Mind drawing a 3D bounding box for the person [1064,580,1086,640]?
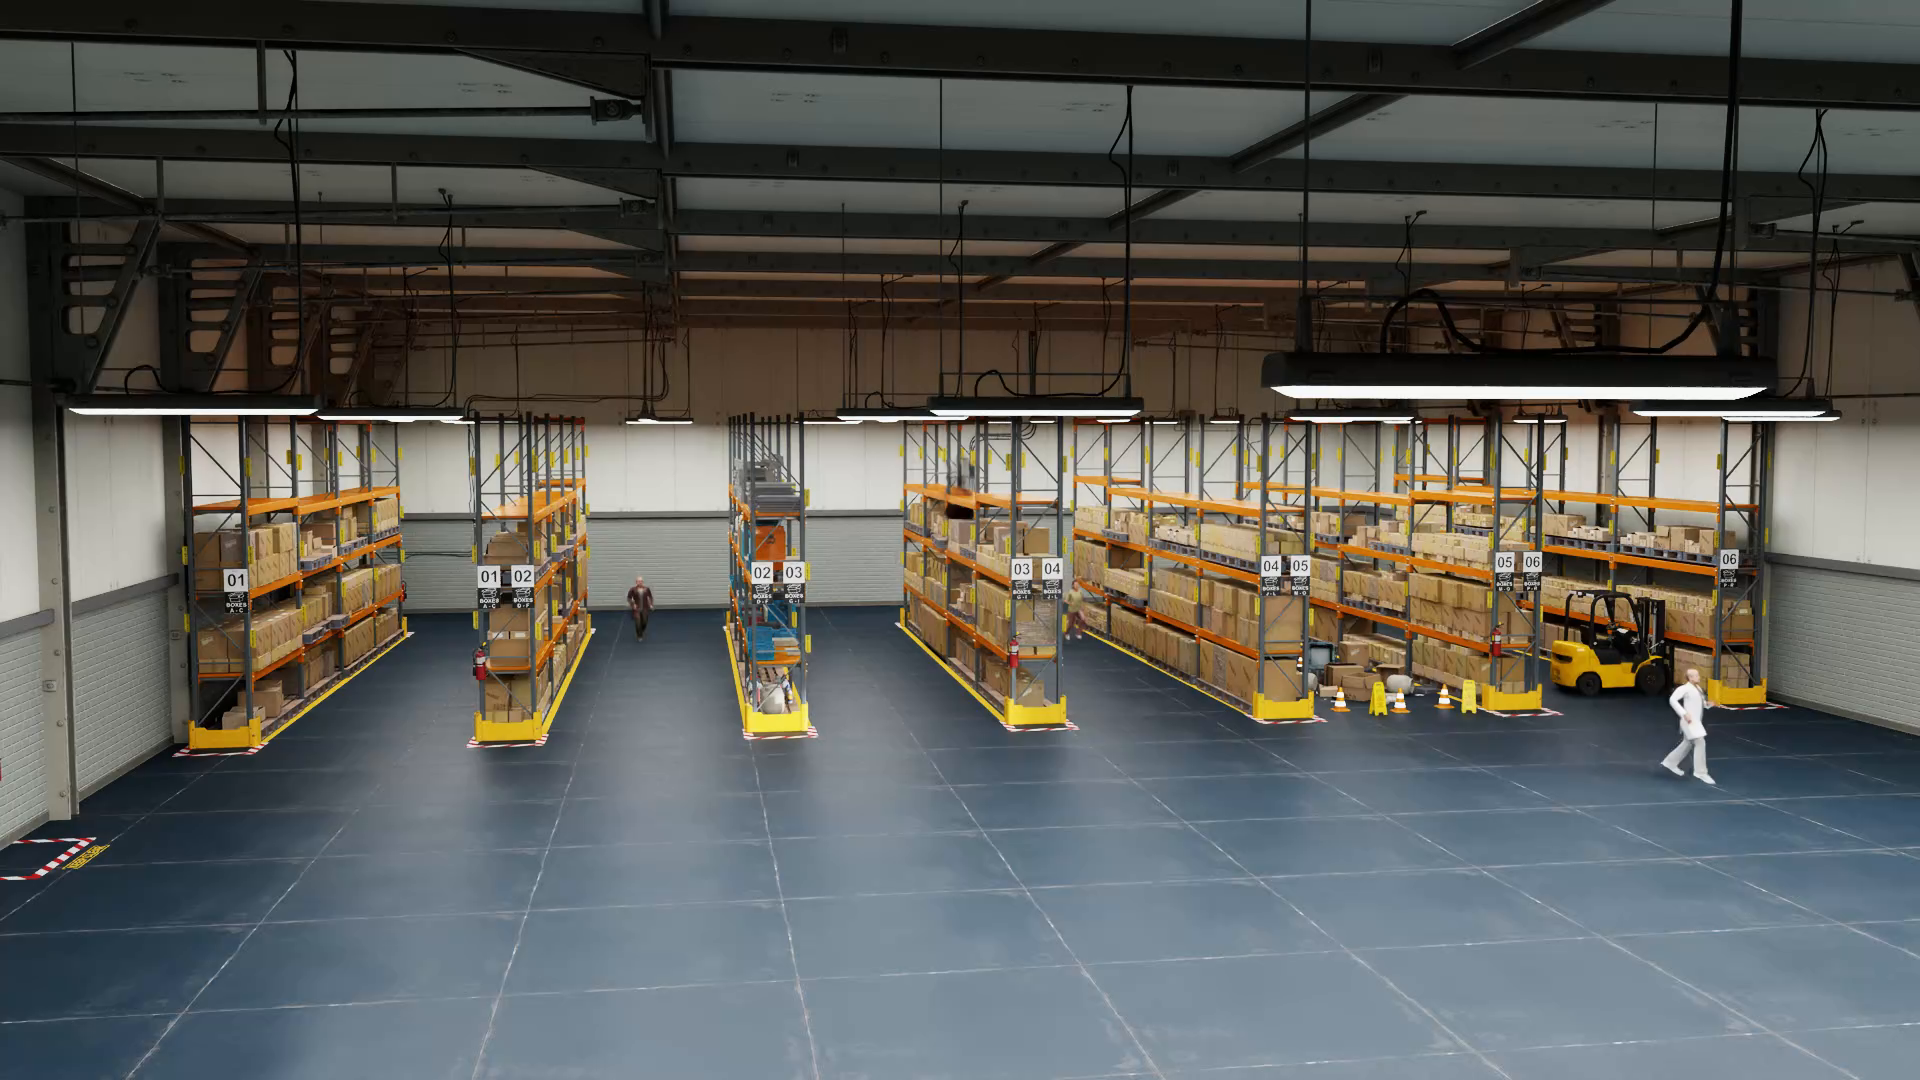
[{"bbox_3d":[2.957,1.829,43.165,0.562,1.607,0.926,-1,4,-18],"label":"person"}]

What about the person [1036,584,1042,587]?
[{"bbox_3d":[2.145,1.661,47.570,0.714,1.664,0.758,0,4,6],"label":"person"}]

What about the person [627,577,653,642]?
[{"bbox_3d":[-8.525,1.854,44.344,0.696,1.728,0.674,-1,4,-18],"label":"person"}]

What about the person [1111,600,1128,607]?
[{"bbox_3d":[4.676,1.529,49.999,0.841,1.572,0.546,-1,4,-21],"label":"person"}]

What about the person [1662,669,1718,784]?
[{"bbox_3d":[11.838,2.963,26.959,0.876,1.761,0.694,3,5,37],"label":"person"}]
